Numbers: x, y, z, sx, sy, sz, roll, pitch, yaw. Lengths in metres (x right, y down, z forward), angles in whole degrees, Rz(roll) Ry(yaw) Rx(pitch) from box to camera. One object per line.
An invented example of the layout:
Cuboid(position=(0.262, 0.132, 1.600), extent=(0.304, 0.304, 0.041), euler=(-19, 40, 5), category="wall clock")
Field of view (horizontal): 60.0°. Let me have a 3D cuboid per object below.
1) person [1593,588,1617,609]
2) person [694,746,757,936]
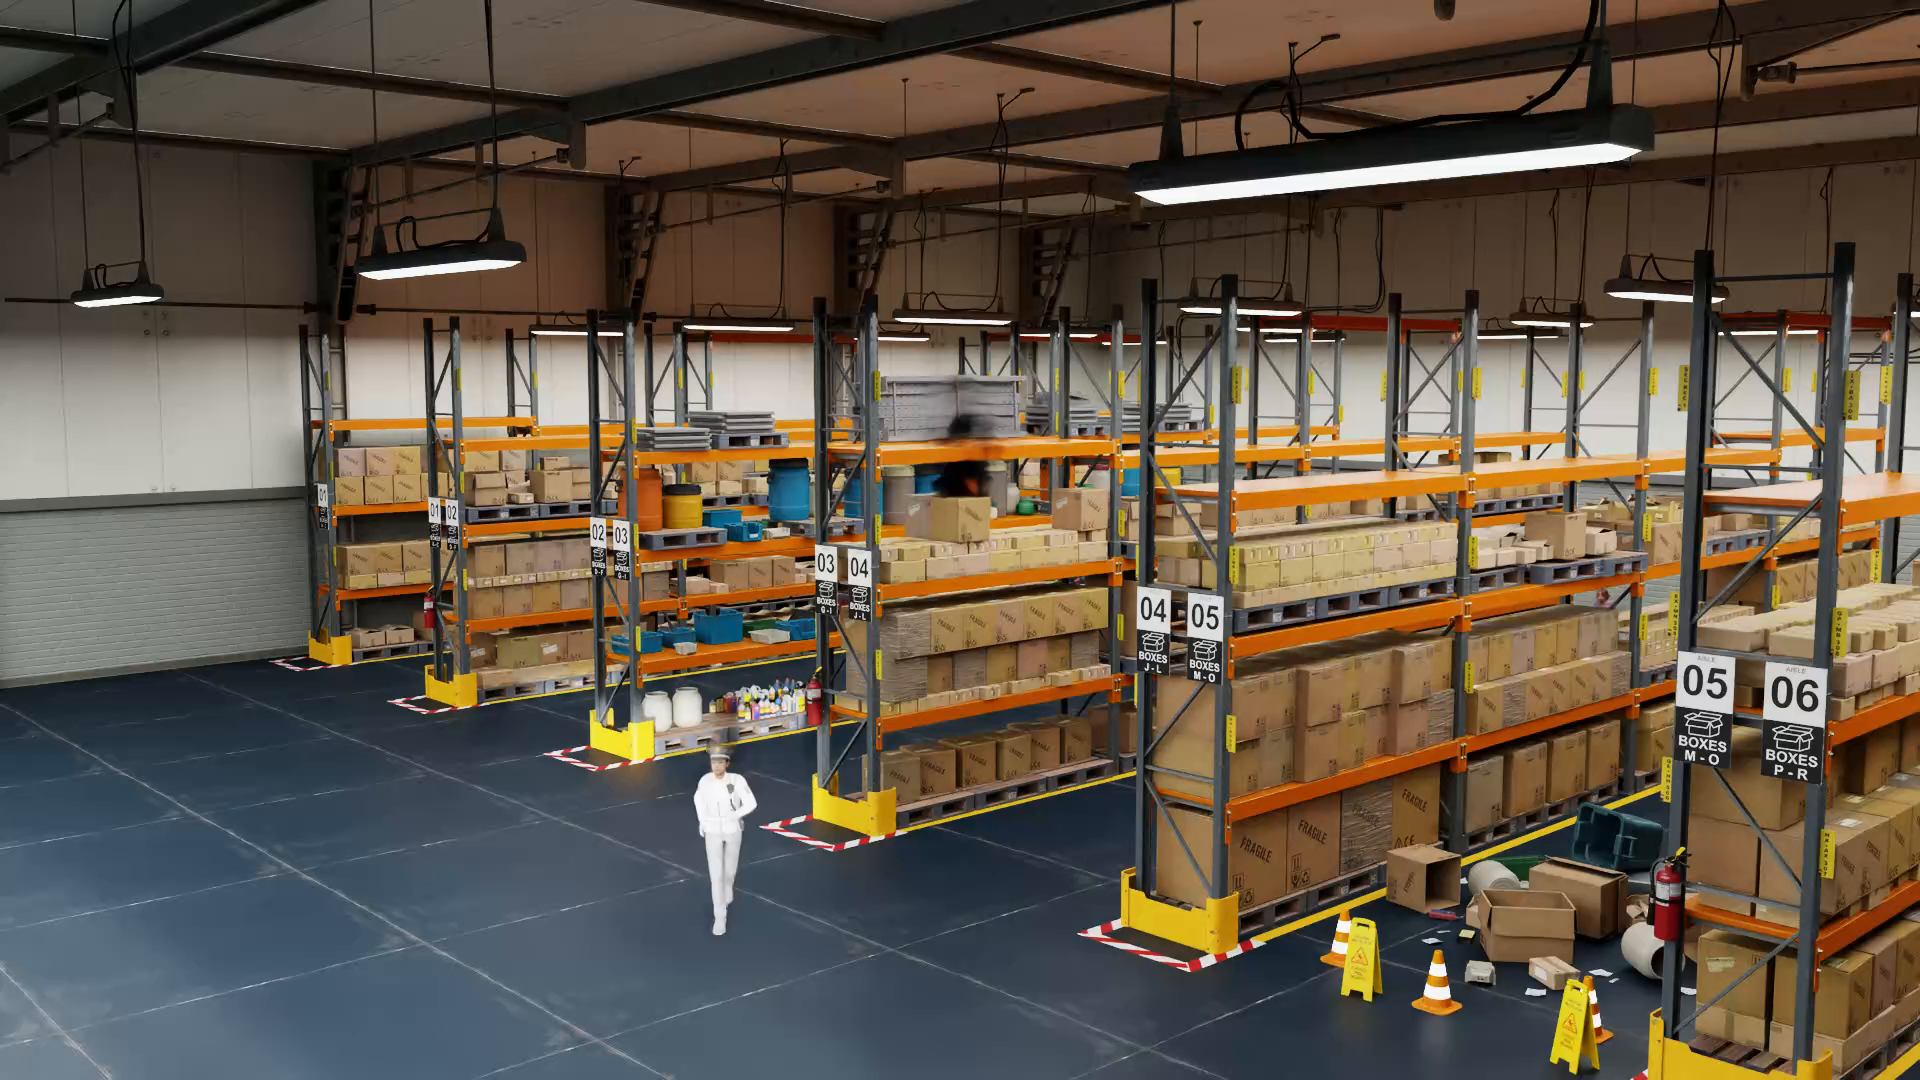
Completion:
Cuboid(position=(10.835, 1.567, 27.846), extent=(0.680, 1.552, 0.547), euler=(-3, 7, -29), category="person")
Cuboid(position=(-2.207, 2.754, 15.619), extent=(0.604, 1.709, 0.854), euler=(0, 6, -2), category="person")
